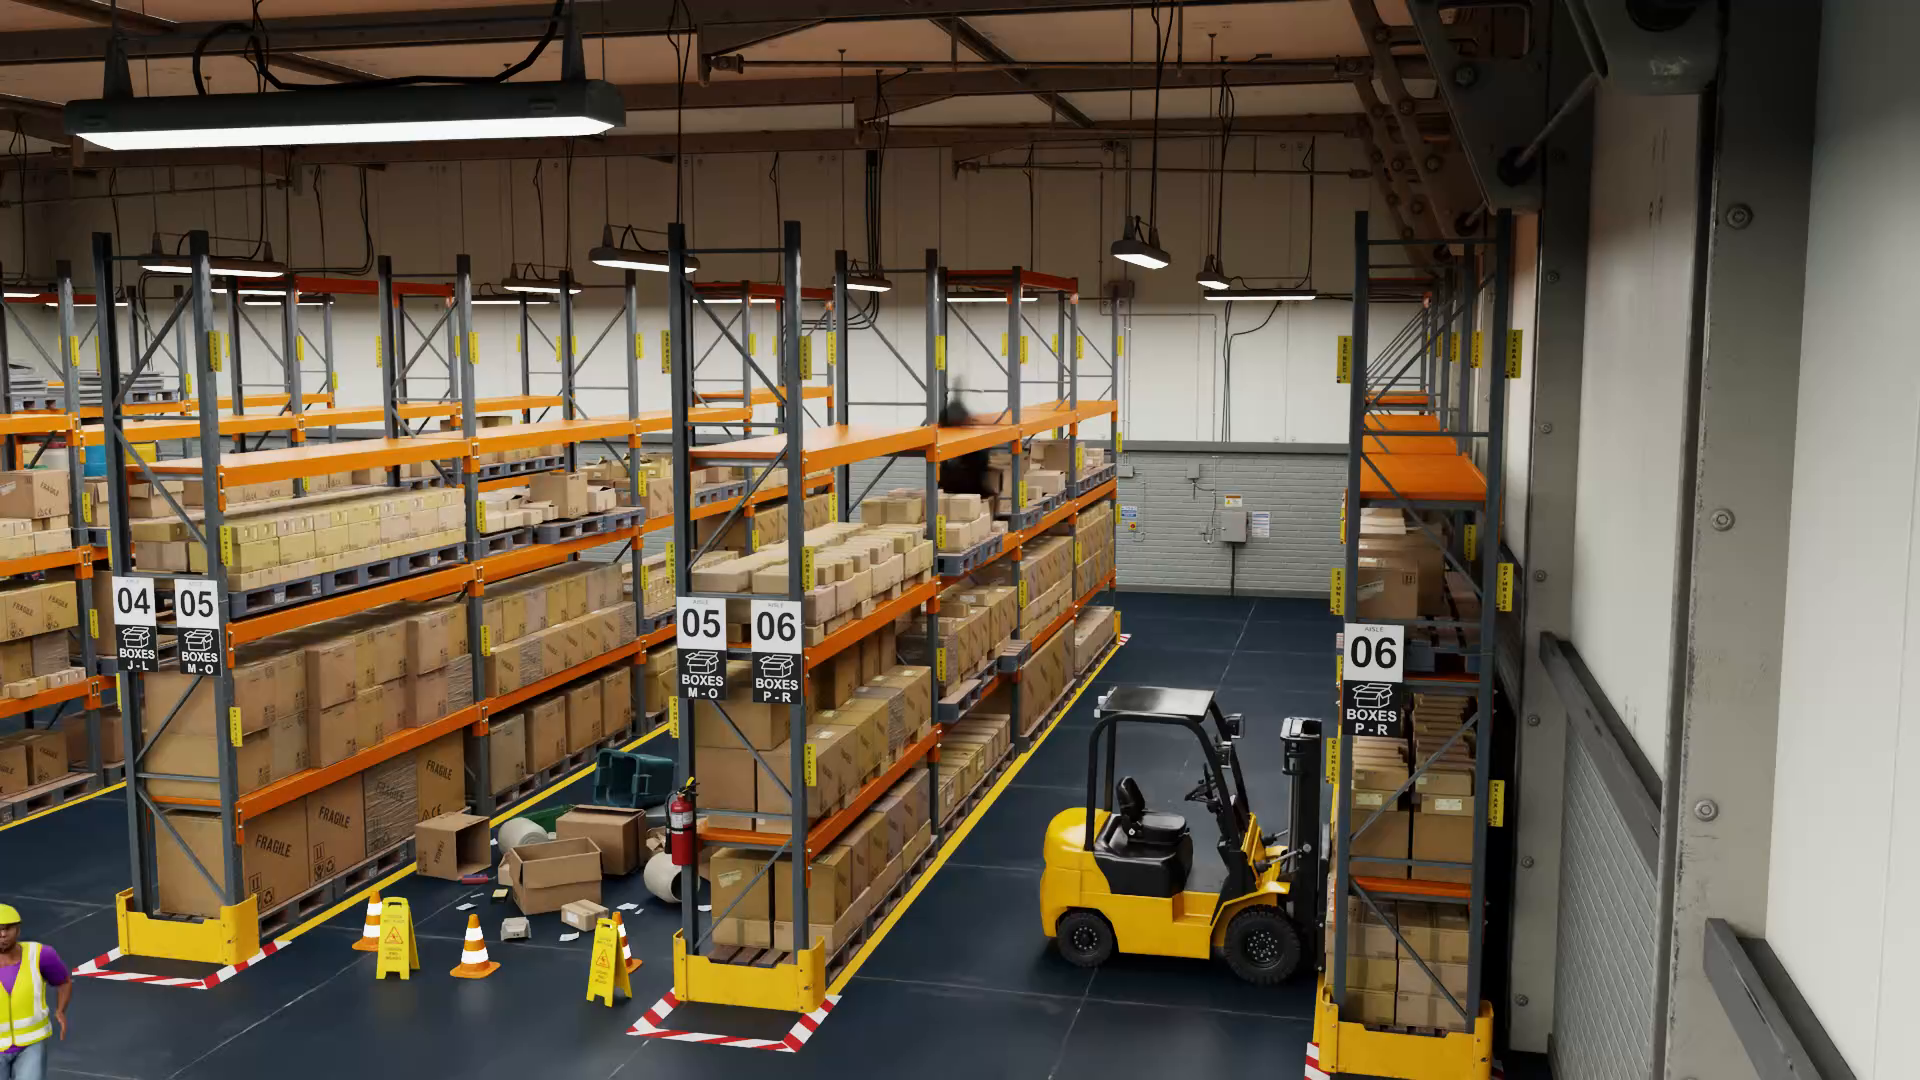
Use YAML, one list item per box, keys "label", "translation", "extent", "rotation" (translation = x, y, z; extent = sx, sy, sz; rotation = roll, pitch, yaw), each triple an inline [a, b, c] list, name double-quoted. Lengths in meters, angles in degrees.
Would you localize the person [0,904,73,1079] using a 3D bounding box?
- label: "person"
  translation: [-5.826, 3.075, 10.225]
  extent: [0.708, 1.724, 0.708]
  rotation: [-5, 8, -33]
